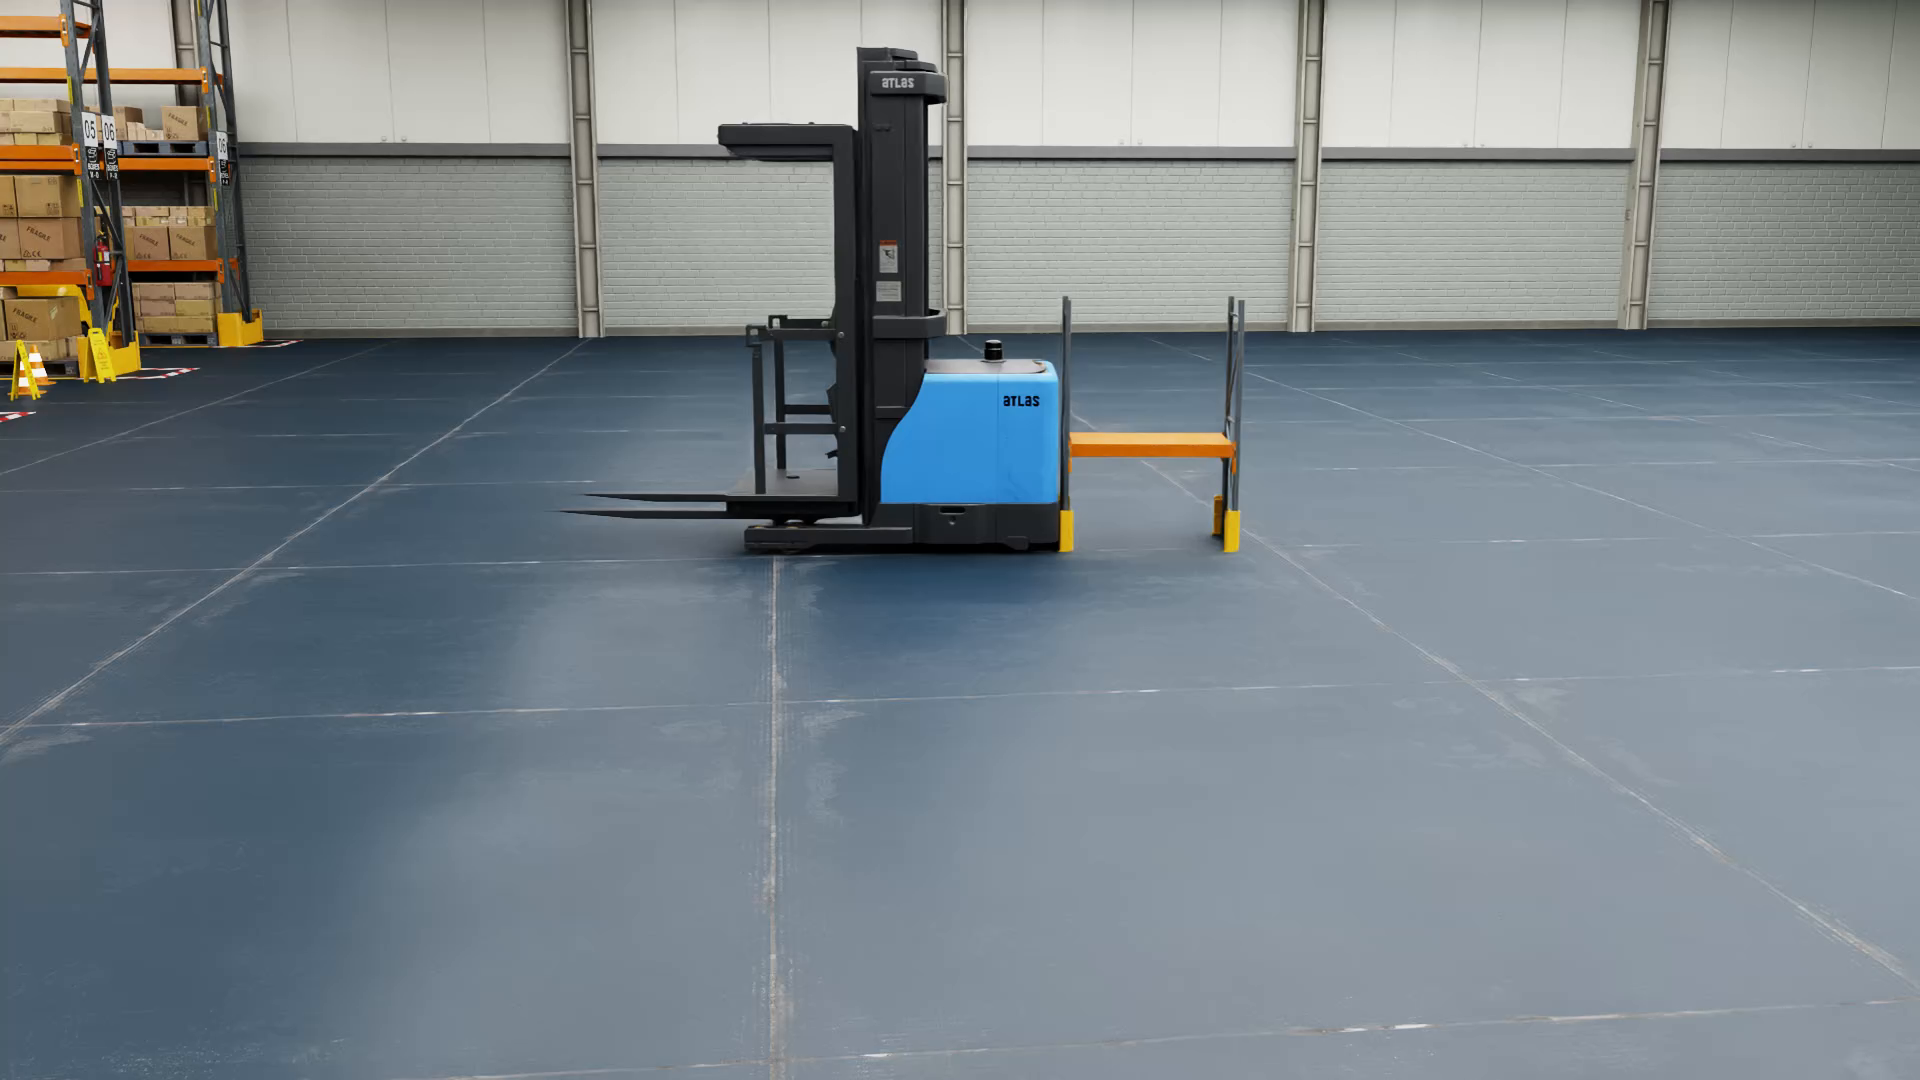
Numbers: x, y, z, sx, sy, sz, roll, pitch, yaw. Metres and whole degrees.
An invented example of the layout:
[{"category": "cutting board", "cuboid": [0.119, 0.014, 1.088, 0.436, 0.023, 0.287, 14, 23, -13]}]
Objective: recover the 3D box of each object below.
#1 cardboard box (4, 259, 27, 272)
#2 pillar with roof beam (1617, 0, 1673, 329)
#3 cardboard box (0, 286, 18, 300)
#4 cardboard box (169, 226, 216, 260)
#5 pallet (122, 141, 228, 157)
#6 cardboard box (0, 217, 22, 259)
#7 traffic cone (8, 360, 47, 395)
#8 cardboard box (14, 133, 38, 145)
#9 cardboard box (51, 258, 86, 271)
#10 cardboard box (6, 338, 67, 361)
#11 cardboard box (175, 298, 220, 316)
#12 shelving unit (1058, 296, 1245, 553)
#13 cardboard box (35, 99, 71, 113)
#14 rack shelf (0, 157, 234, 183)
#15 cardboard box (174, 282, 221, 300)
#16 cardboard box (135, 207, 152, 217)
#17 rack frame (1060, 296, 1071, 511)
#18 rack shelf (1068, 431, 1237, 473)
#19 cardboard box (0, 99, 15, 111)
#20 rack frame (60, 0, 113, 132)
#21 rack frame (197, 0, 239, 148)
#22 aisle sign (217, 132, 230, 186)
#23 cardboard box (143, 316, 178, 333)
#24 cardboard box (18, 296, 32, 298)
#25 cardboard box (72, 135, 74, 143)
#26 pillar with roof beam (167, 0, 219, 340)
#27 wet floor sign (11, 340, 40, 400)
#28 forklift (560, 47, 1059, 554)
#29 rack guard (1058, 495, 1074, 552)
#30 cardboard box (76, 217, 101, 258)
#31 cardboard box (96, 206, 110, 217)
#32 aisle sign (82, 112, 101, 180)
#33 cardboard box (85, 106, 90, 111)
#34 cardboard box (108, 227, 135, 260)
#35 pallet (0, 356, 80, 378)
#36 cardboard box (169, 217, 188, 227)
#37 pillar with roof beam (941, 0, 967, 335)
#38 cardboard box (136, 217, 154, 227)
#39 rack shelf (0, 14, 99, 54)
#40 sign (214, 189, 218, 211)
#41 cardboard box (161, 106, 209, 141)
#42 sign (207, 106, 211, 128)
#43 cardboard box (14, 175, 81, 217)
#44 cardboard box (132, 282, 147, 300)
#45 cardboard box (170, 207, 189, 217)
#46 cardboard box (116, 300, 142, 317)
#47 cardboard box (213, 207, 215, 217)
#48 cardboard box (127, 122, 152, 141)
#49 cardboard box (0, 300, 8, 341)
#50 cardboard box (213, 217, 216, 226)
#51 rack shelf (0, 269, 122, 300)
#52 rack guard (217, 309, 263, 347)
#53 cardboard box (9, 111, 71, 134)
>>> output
[{"category": "cardboard box", "cuboid": [-11.541, -3.385, 20.461, 0.250, 0.149, 0.380, -1, 11, -7]}, {"category": "pillar with roof beam", "cuboid": [12.300, -7.313, 24.238, 0.400, 9.000, 9.100, -1, 11, -6]}, {"category": "cardboard box", "cuboid": [-11.821, -3.041, 20.472, 0.250, 0.149, 0.380, -1, 11, -4]}, {"category": "cardboard box", "cuboid": [-11.696, -4.525, 25.350, 0.500, 0.500, 0.500, -1, 11, -7]}, {"category": "pallet", "cuboid": [-11.940, -5.955, 25.337, 1.213, 0.211, 1.003, -1, 11, -6]}, {"category": "cardboard box", "cuboid": [-11.703, -3.706, 20.413, 0.500, 0.500, 0.500, -1, 11, -6]}, {"category": "traffic cone", "cuboid": [-10.525, -1.878, 18.720, 0.334, 0.463, 0.336, -1, 11, -6]}, {"category": "cardboard box", "cuboid": [-11.263, -4.861, 20.192, 0.250, 0.149, 0.380, -1, 11, -6]}, {"category": "cardboard box", "cuboid": [-11.044, -3.413, 20.602, 0.250, 0.149, 0.380, -1, 11, -4]}, {"category": "cardboard box", "cuboid": [-11.493, -2.373, 20.700, 0.500, 0.250, 0.500, -1, 11, -6]}, {"category": "cardboard box", "cuboid": [-11.685, -3.569, 25.488, 0.500, 0.250, 0.500, -1, 11, -7]}, {"category": "shelving unit", "cuboid": [1.142, -0.719, 10.138, 1.083, 1.500, 0.587, 0, 11, 1]}, {"category": "cardboard box", "cuboid": [-10.999, -5.261, 20.160, 0.250, 0.149, 0.380, -1, 11, -6]}, {"category": "rack shelf", "cuboid": [-13.223, -5.614, 25.236, 4.000, 0.370, 1.077, -1, 11, -6]}, {"category": "cardboard box", "cuboid": [-11.659, -3.815, 25.443, 0.500, 0.250, 0.500, -1, 11, -4]}, {"category": "cardboard box", "cuboid": [-12.323, -4.989, 25.259, 0.250, 0.149, 0.380, -1, 11, -6]}, {"category": "rack frame", "cuboid": [0.643, -0.721, 10.149, 0.032, 1.500, 0.500, 0, 11, 1]}, {"category": "rack shelf", "cuboid": [1.151, -0.543, 10.173, 1.000, 0.185, 0.538, 0, 11, 1]}, {"category": "cardboard box", "cuboid": [-11.511, -5.254, 20.125, 0.250, 0.149, 0.380, -1, 11, -7]}, {"category": "rack frame", "cuboid": [-10.695, -6.528, 20.247, 0.127, 3.000, 1.000, -1, 11, -6]}, {"category": "rack frame", "cuboid": [-11.235, -7.480, 25.089, 0.127, 3.000, 1.000, -1, 11, -6]}, {"category": "aisle sign", "cuboid": [-11.138, -5.757, 25.137, 0.004, 0.787, 0.394, -1, 11, -6]}, {"category": "cardboard box", "cuboid": [-12.163, -3.314, 25.491, 0.500, 0.250, 0.500, -1, 11, -6]}, {"category": "cardboard box", "cuboid": [-12.070, -2.833, 21.100, 0.500, 0.500, 0.500, -2, 11, -8]}, {"category": "cardboard box", "cuboid": [-11.060, -4.989, 20.842, 0.250, 0.149, 0.380, -1, 11, -6]}, {"category": "pillar with roof beam", "cuboid": [-11.559, -6.813, 21.695, 0.400, 9.000, 9.100, -1, 11, -6]}, {"category": "wet floor sign", "cuboid": [-10.245, -1.863, 18.170, 0.232, 0.644, 0.267, -3, 12, -16]}, {"category": "forklift", "cuboid": [-0.912, -1.454, 10.167, 3.031, 2.935, 1.130, 0, 11, 1]}, {"category": "rack guard", "cuboid": [0.645, -0.108, 10.269, 0.087, 0.250, 0.587, 0, 11, 1]}, {"category": "cardboard box", "cuboid": [-11.196, -3.823, 21.008, 0.500, 0.500, 0.500, -1, 11, -7]}, {"category": "cardboard box", "cuboid": [-12.826, -4.956, 25.090, 0.250, 0.149, 0.380, -1, 11, -5]}, {"category": "aisle sign", "cuboid": [-10.602, -4.806, 20.299, 0.004, 0.787, 0.394, -1, 11, -6]}, {"category": "cardboard box", "cuboid": [-13.263, -6.251, 24.998, 0.637, 0.503, 0.797, -1, 11, -4]}, {"category": "cardboard box", "cuboid": [-12.722, -4.505, 25.249, 0.500, 0.500, 0.500, -1, 11, -7]}, {"category": "pallet", "cuboid": [-11.582, -2.205, 21.035, 1.213, 0.211, 1.003, -1, 11, -6]}, {"category": "cardboard box", "cuboid": [-11.800, -4.832, 25.229, 0.250, 0.149, 0.380, -1, 11, -5]}, {"category": "pillar with roof beam", "cuboid": [0.371, -7.063, 22.966, 0.400, 9.000, 9.100, -1, 11, -6]}, {"category": "cardboard box", "cuboid": [-12.312, -4.835, 25.246, 0.250, 0.149, 0.380, -1, 11, -6]}, {"category": "rack shelf", "cuboid": [-12.683, -6.132, 20.105, 4.000, 0.370, 1.077, -1, 11, -6]}, {"category": "sign", "cuboid": [-11.190, -5.117, 25.002, 0.005, 0.325, 0.100, -1, 11, -6]}, {"category": "cardboard box", "cuboid": [-11.648, -6.257, 25.034, 0.500, 0.500, 0.500, -1, 11, -4]}, {"category": "sign", "cuboid": [-11.190, -6.300, 24.770, 0.005, 0.325, 0.100, -1, 11, -6]}, {"category": "cardboard box", "cuboid": [-11.179, -4.218, 20.424, 0.500, 0.500, 0.700, -1, 11, -7]}, {"category": "cardboard box", "cuboid": [-12.666, -3.790, 25.320, 0.500, 0.250, 0.500, -1, 11, -5]}, {"category": "cardboard box", "cuboid": [-11.810, -4.991, 25.267, 0.250, 0.149, 0.380, -1, 11, -6]}, {"category": "cardboard box", "cuboid": [-12.696, -3.545, 25.370, 0.500, 0.250, 0.500, -1, 11, -7]}, {"category": "cardboard box", "cuboid": [-11.592, -5.084, 25.739, 0.250, 0.149, 0.380, -1, 11, -7]}, {"category": "cardboard box", "cuboid": [-12.278, -6.117, 24.930, 0.258, 0.266, 0.396, -1, 11, -6]}, {"category": "cardboard box", "cuboid": [-11.982, -2.731, 20.580, 0.500, 0.500, 0.500, -1, 11, -4]}, {"category": "cardboard box", "cuboid": [-11.600, -4.947, 25.812, 0.250, 0.149, 0.380, -1, 11, -8]}, {"category": "rack shelf", "cuboid": [-12.683, -3.190, 20.683, 4.000, 0.370, 1.077, -1, 11, -6]}, {"category": "rack guard", "cuboid": [-11.211, -3.310, 25.911, 0.348, 0.500, 1.175, -1, 11, -6]}, {"category": "cardboard box", "cuboid": [-11.175, -5.067, 20.205, 0.500, 0.250, 0.500, -1, 11, -7]}]
